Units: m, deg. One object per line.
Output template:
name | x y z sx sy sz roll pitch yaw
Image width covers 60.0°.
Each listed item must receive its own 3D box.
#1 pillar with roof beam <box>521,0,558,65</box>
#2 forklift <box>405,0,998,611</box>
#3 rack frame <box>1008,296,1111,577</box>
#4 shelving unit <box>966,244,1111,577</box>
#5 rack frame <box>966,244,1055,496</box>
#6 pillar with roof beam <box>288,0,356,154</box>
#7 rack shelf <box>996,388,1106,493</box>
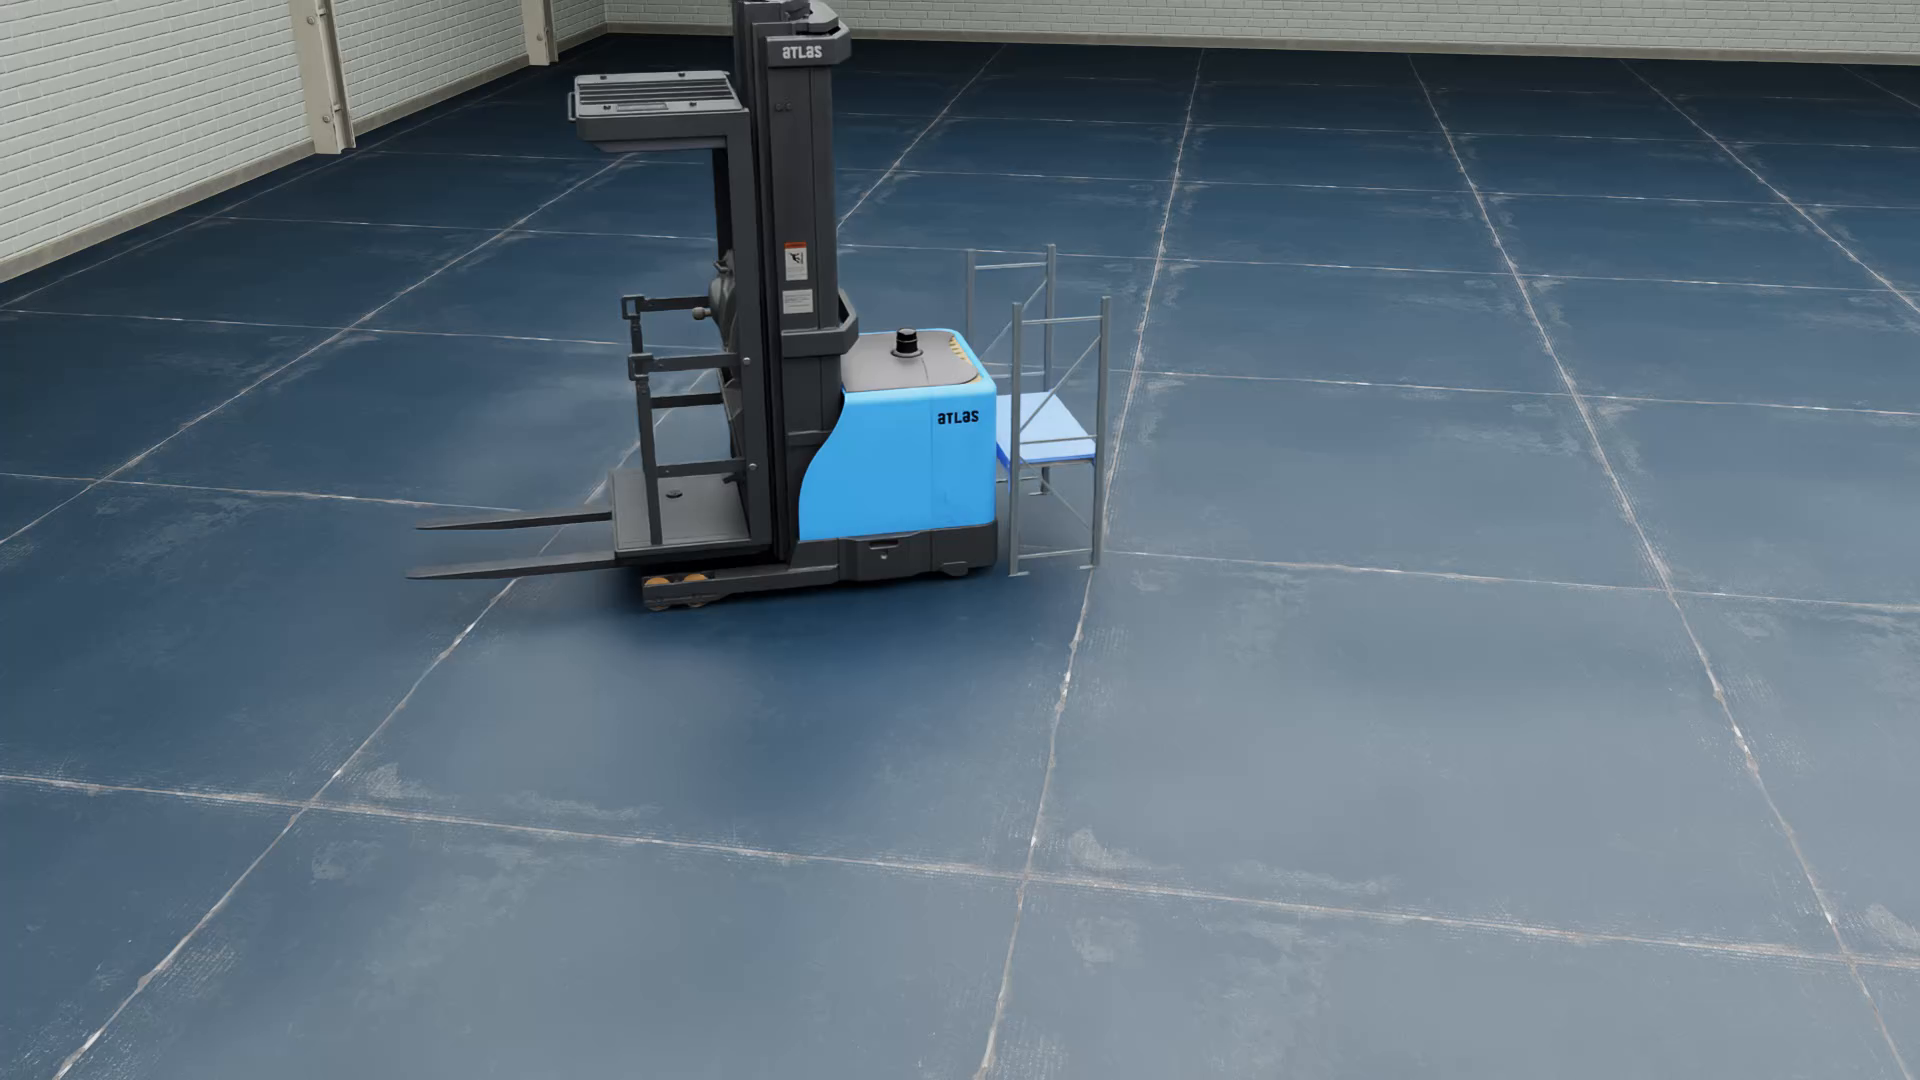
pillar with roof beam | -1.747 -10.639 21.364 9.100 9.000 0.400 4 25 9
forklift | -1.371 -1.212 8.382 3.031 2.935 1.130 -5 26 -11
rack frame | 0.506 -0.512 8.575 0.500 1.500 0.032 -5 26 -12
shelving unit | 0.393 -0.722 9.024 0.538 1.500 1.048 -5 26 -12
rack frame | 0.281 -0.932 9.472 0.500 1.500 0.032 -5 26 -12
pillar with roof beam | -2.728 -8.129 16.003 9.100 9.000 0.400 4 25 9
rack shelf | 0.393 -0.559 9.100 0.538 0.185 1.000 -5 26 -12
